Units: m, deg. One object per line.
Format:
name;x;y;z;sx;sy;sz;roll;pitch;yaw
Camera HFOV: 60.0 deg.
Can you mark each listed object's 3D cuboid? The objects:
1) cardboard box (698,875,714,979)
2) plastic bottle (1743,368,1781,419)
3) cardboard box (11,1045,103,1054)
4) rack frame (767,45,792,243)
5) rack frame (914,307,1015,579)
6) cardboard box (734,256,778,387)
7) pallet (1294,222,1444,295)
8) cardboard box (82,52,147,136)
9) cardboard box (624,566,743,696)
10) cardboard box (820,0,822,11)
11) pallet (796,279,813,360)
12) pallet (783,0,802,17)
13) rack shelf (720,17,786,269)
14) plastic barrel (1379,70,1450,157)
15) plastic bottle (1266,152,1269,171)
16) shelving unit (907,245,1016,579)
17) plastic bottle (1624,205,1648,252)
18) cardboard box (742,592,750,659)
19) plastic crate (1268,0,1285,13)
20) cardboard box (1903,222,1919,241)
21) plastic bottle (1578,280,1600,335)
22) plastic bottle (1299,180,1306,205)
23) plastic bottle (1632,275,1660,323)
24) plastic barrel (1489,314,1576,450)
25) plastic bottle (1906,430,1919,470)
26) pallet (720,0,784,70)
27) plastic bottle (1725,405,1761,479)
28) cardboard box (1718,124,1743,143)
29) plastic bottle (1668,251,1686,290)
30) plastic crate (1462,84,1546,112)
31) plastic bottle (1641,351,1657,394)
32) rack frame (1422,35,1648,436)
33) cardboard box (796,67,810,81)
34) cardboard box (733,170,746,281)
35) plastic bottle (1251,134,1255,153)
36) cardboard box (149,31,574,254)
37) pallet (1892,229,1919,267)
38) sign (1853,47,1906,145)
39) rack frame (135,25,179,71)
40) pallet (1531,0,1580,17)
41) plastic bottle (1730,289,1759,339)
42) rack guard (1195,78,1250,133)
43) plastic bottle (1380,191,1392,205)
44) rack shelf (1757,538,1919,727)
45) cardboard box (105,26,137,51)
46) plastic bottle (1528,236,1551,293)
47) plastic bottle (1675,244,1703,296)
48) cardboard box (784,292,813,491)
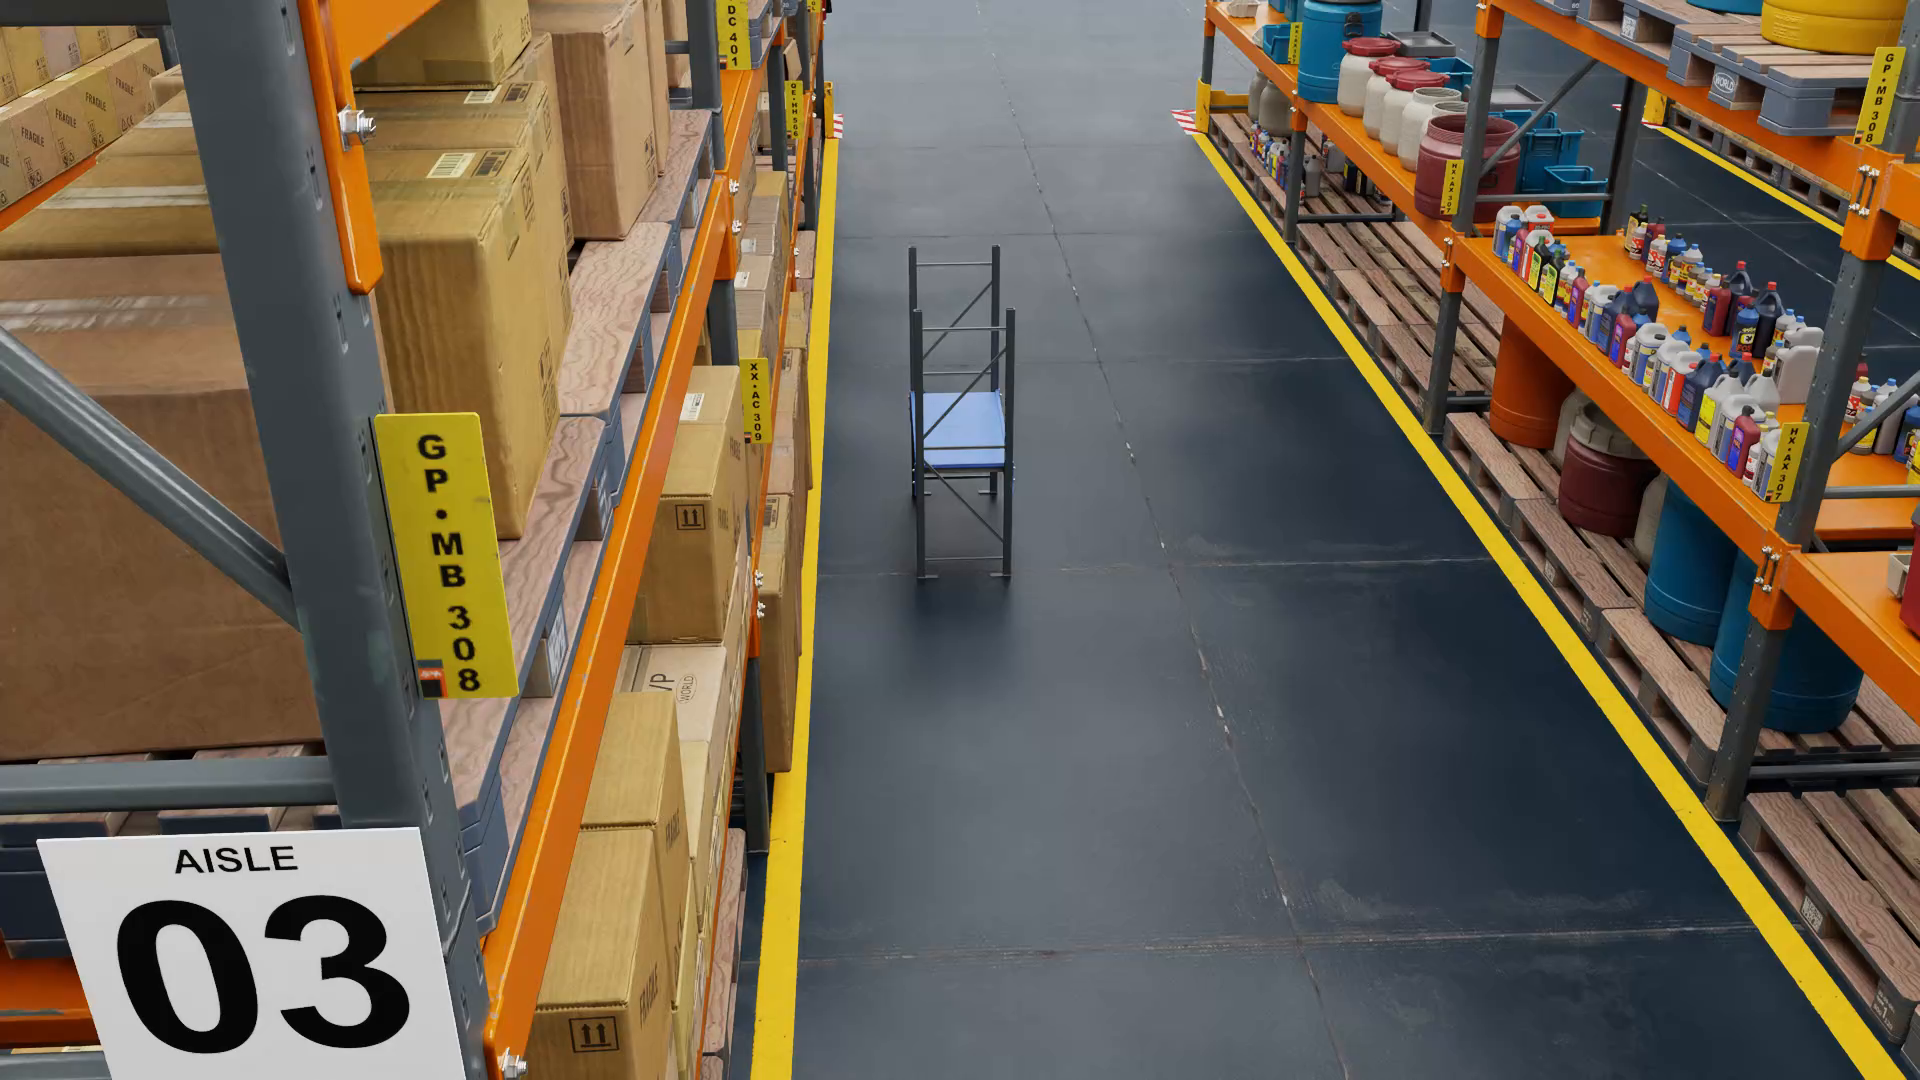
cardboard box;-0.844;1.015;4.332;0.380;0.149;0.250;-2;28;-4
plastic bottle;3.434;-0.579;7.171;0.144;0.351;0.185;-1;28;-3
cardboard box;-1.361;1.169;2.794;0.500;0.500;0.500;-1;28;-2
rack frame;-1.491;-1.909;9.666;1.000;3.000;0.127;-1;28;-3
rack frame;0.022;-0.470;8.529;0.500;1.500;0.032;-1;28;-3
cardboard box;-1.141;-1.026;7.866;0.500;0.500;0.500;-1;28;-2
pallet;3.327;-2.278;13.389;1.003;0.211;1.213;-1;28;-3
cardboard box;-6.337;-3.260;12.148;0.500;0.500;0.500;-2;28;-3
cardboard box;-0.967;0.309;5.254;0.500;0.250;0.500;-1;28;-1
cardboard box;-1.761;-5.297;15.732;0.875;0.500;0.500;-1;28;-3
pallet;-1.591;-1.595;12.081;1.003;0.211;1.213;-1;28;-3
pallet;-1.404;-2.859;8.449;1.213;0.211;1.003;0;28;0
rack shelf;-1.386;-1.996;7.368;1.077;0.370;4.000;-1;28;-3
plastic barrel;3.139;-2.950;11.516;0.433;0.535;0.433;0;28;0
plastic bottle;2.860;-3.487;15.243;0.097;0.201;0.097;0;28;0
shelving unit;-0.004;-0.704;8.979;0.538;1.500;1.048;-1;28;-3
plastic bottle;3.903;-1.800;9.584;0.061;0.283;0.133;-1;28;-3
cardboard box;-0.925;0.302;5.699;0.380;0.149;0.250;-1;28;-2
plastic crate;3.363;-5.433;16.584;0.499;0.251;0.616;-1;28;-3
cardboard box;7.993;-2.532;13.381;0.500;0.250;0.500;-1;28;-1
plastic bottle;3.194;-1.176;8.401;0.097;0.271;0.097;0;28;0
plastic bottle;2.917;-2.990;14.290;0.097;0.201;0.097;0;28;0
plastic bottle;3.377;-1.150;8.266;0.144;0.351;0.185;-1;28;-3
plastic barrel;3.498;-1.027;9.868;0.600;0.830;0.708;-1;28;-3
plastic bottle;4.040;-0.387;6.964;0.097;0.201;0.097;0;28;0
pallet;-1.343;-2.343;7.459;1.003;0.211;1.213;0;28;0
plastic bottle;3.263;-0.409;6.918;0.061;0.283;0.133;-1;28;-3
cardboard box;7.846;-4.093;16.373;0.500;0.250;0.500;-1;28;-3
plastic bottle;3.918;-1.469;9.037;0.097;0.201;0.097;0;28;0
plastic crate;3.677;-2.810;11.326;0.402;0.464;0.583;-1;28;-3
plastic bottle;3.235;-0.784;7.724;0.097;0.201;0.097;0;28;0
rack frame;3.456;-2.028;9.896;1.000;3.000;0.127;-1;28;-3
cardboard box;-1.410;-3.751;13.470;0.380;0.149;0.250;-1;28;-3
cardboard box;-1.396;-1.449;7.592;0.797;0.503;0.637;-1;28;-1
plastic bottle;2.827;-3.785;15.813;0.097;0.201;0.097;0;28;0
cardboard box;-1.272;-0.813;3.652;0.700;0.500;0.500;0;28;0
pallet;8.271;-2.418;13.658;1.003;0.211;1.213;-1;28;-3
sign;3.115;-1.503;5.634;0.100;0.325;0.005;-1;28;-3
rack frame;-6.658;-3.683;13.068;1.000;3.000;0.127;-1;28;-3
pallet;3.398;-2.919;8.564;1.003;0.211;1.213;-1;28;-3
plastic bottle;3.918;-1.124;8.288;0.061;0.283;0.133;-1;28;-3
rack guard;3.089;-4.581;17.492;1.175;0.500;0.348;-1;28;-3
plastic bottle;3.668;-3.019;14.269;0.097;0.271;0.097;0;28;0
rack shelf;3.769;1.061;4.749;1.077;0.370;4.000;-1;28;-3
cardboard box;-6.626;-3.942;12.374;0.700;0.500;0.500;-2;28;-4
plastic bottle;3.141;-1.492;8.994;0.061;0.283;0.133;-1;28;-3
plastic bottle;3.923;-1.455;8.935;0.097;0.271;0.097;0;28;0
cardboard box;-1.475;-0.834;9.449;1.225;0.875;0.875;-3;28;-5
